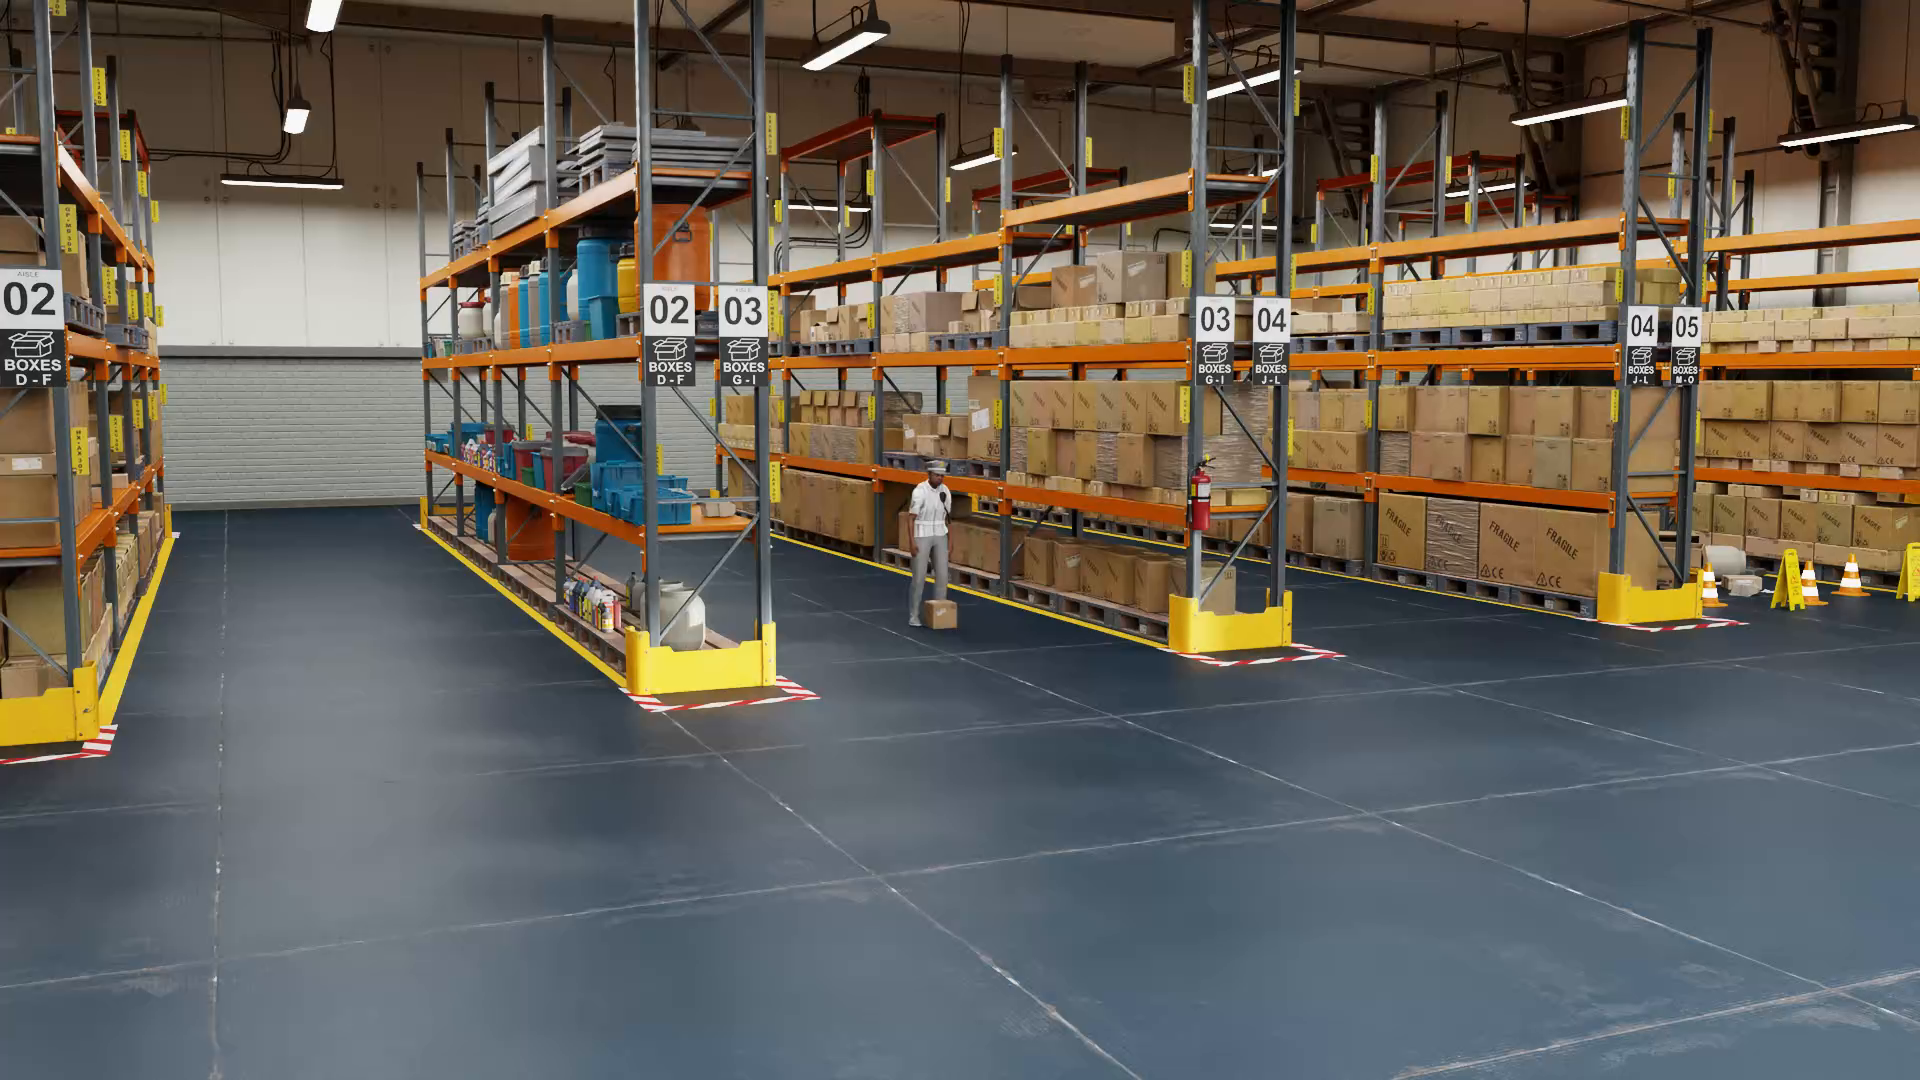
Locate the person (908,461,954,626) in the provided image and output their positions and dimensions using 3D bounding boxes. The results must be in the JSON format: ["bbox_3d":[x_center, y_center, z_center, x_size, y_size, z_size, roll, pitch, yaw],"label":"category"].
[{"bbox_3d":[-0.294,0.025,16.750,0.524,1.658,0.427,-3,6,-27],"label":"person"}]
